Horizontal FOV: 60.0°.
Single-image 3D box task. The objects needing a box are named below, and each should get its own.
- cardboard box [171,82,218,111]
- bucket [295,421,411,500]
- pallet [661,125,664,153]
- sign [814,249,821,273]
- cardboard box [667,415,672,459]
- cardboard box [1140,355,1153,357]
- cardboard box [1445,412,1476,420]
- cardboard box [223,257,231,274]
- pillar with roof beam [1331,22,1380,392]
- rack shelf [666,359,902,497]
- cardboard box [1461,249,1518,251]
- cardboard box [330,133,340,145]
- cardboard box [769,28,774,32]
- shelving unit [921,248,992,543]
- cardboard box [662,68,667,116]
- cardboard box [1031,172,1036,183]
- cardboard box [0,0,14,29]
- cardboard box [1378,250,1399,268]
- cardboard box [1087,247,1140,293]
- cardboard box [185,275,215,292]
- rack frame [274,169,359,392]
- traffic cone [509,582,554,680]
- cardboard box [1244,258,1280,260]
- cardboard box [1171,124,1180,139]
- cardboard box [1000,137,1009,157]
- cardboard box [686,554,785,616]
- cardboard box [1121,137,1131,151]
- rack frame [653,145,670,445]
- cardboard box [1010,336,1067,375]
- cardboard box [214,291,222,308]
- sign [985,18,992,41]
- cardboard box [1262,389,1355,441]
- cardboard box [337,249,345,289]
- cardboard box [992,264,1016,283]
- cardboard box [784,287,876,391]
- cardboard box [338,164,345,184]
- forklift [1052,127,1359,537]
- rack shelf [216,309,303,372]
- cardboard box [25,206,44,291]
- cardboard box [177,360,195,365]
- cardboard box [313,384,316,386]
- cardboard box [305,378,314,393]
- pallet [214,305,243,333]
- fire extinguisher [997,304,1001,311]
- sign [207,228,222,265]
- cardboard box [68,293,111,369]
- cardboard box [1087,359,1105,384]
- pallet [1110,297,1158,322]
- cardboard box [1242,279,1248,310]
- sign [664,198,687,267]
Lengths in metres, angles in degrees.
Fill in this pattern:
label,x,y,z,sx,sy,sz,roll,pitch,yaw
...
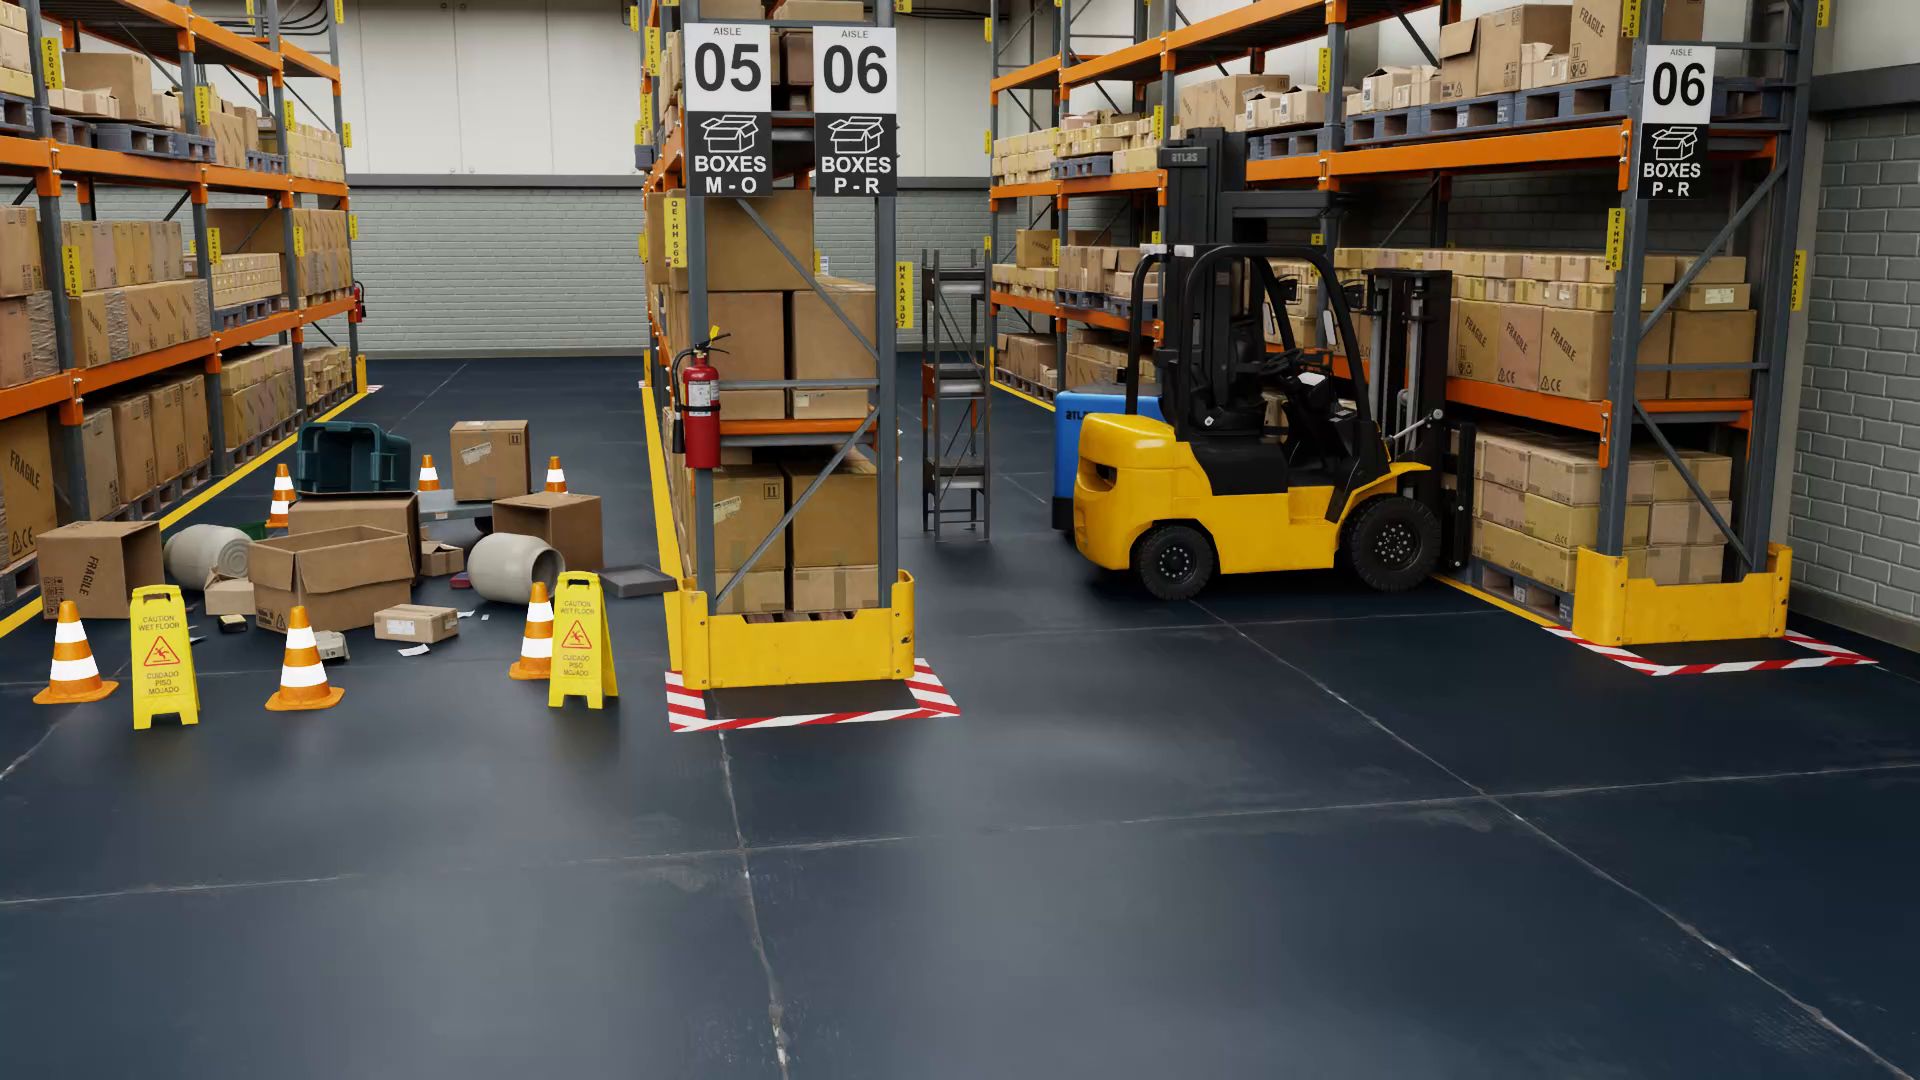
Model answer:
label,x,y,z,sx,sy,sz,roll,pitch,yaw
cardboard box,-7.115,-4.110,15.433,0.396,0.266,0.258,-2,11,-11
bucket,-4.140,-0.497,11.474,0.726,0.611,0.620,2,1,9
pallet,-1.608,-2.996,12.396,1.213,0.211,1.003,-2,11,-11
sign,-1.062,-1.944,12.074,0.100,0.325,0.005,-2,11,-11
cardboard box,-2.119,-0.908,14.849,0.950,0.372,0.625,-2,11,-12
cardboard box,2.055,-1.940,18.194,0.380,0.149,0.250,-2,11,-9
cardboard box,3.260,-0.741,11.622,0.500,0.250,0.500,-2,11,-9
cardboard box,-7.255,-2.643,16.017,0.380,0.149,0.250,-3,11,-13
pillar with roof beam,-0.587,-4.997,14.383,9.100,9.000,0.400,-2,11,-11
rack shelf,-1.204,-0.778,10.184,1.077,0.370,4.000,-2,11,-11
cardboard box,3.817,-2.006,11.917,0.380,0.149,0.250,-2,11,-12
cardboard box,-8.409,-5.291,21.949,0.380,0.149,0.250,-2,11,-12
cardboard box,-0.854,-2.763,9.208,0.380,0.149,0.250,-2,11,-11
shelving unit,-0.032,-1.062,12.160,0.431,2.100,0.503,-2,11,-11
cardboard box,-1.581,-2.767,10.293,0.500,0.250,0.500,-2,11,-10
cardboard box,1.150,-4.788,21.977,0.380,0.149,0.250,-2,11,-10
cardboard box,-5.996,-3.195,10.085,0.380,0.149,0.250,-2,11,-11
cardboard box,3.194,-1.982,11.788,0.380,0.149,0.250,-2,11,-10
cardboard box,1.848,-3.066,18.892,0.700,0.500,0.500,-2,11,-11
cardboard box,-7.103,-2.358,15.316,0.380,0.149,0.250,-2,11,-8
rack frame,-8.762,-3.500,22.564,1.000,3.000,0.127,-2,11,-11
traffic cone,-2.164,0.450,8.595,0.336,0.463,0.334,-2,11,-11
cardboard box,2.911,-2.635,16.014,0.380,0.149,0.250,-2,11,-11
cardboard box,2.268,-3.952,16.149,0.380,0.166,0.250,-2,11,-11
cardboard box,0.862,-5.487,23.249,0.500,0.250,0.500,-2,11,-11
cardboard box,-1.240,0.237,9.158,0.500,0.250,0.500,-2,11,-11
cardboard box,1.968,-4.302,18.087,0.380,0.149,0.250,-2,11,-9
rack frame,-2.370,-2.232,15.898,1.000,3.000,0.127,-2,11,-11
cardboard box,1.096,-2.584,23.315,0.700,0.500,0.500,-2,11,-9
cardboard box,-7.147,-2.254,15.568,0.380,0.149,0.250,-2,11,-8
sign,0.409,-7.305,23.800,0.100,0.325,0.005,-2,11,-11
cardboard box,3.020,-0.957,14.429,0.875,0.625,0.625,-2,11,-12
cardboard box,-8.327,-3.528,21.646,0.500,0.500,0.500,-2,11,-12
cardboard box,0.766,-3.859,24.057,0.500,0.250,0.500,-2,11,-11
cardboard box,-0.635,-1.056,8.662,0.500,0.500,0.500,-2,11,-12
cardboard box,-8.414,-4.826,21.910,0.500,0.250,0.500,-2,11,-12
forklift,2.248,-1.430,11.873,3.031,2.935,1.130,5,12,22
rack shelf,-7.595,-2.046,16.850,1.077,0.370,4.000,-2,11,-11
cardboard box,-6.390,-1.835,10.524,0.875,0.550,0.550,-2,11,-11
cardboard box,-7.705,-1.588,16.073,0.500,0.250,0.500,-2,11,-10
cardboard box,-7.989,-1.788,20.070,0.380,0.149,0.250,-2,11,-12
cardboard box,-7.741,-1.797,19.320,0.380,0.149,0.250,-2,11,-8
pallet,-7.449,-2.066,15.539,1.213,0.211,1.003,-2,11,-11
fire extinguisher,0.460,-3.669,24.655,0.296,0.674,0.183,-2,11,-11
sign,-6.663,-2.623,14.856,0.100,0.325,0.005,-2,11,-11
cardboard box,-6.267,-1.455,11.550,0.500,0.500,0.500,-2,11,-10
cardboard box,1.799,-1.839,19.397,0.500,0.500,0.500,-2,11,-13
pallet,2.297,-2.440,17.508,1.213,0.211,1.003,-2,11,-11
cardboard box,2.729,-2.120,14.376,0.500,0.250,0.500,-2,11,-10
sign,-1.363,-1.472,7.965,0.100,0.325,0.005,-2,11,-11
